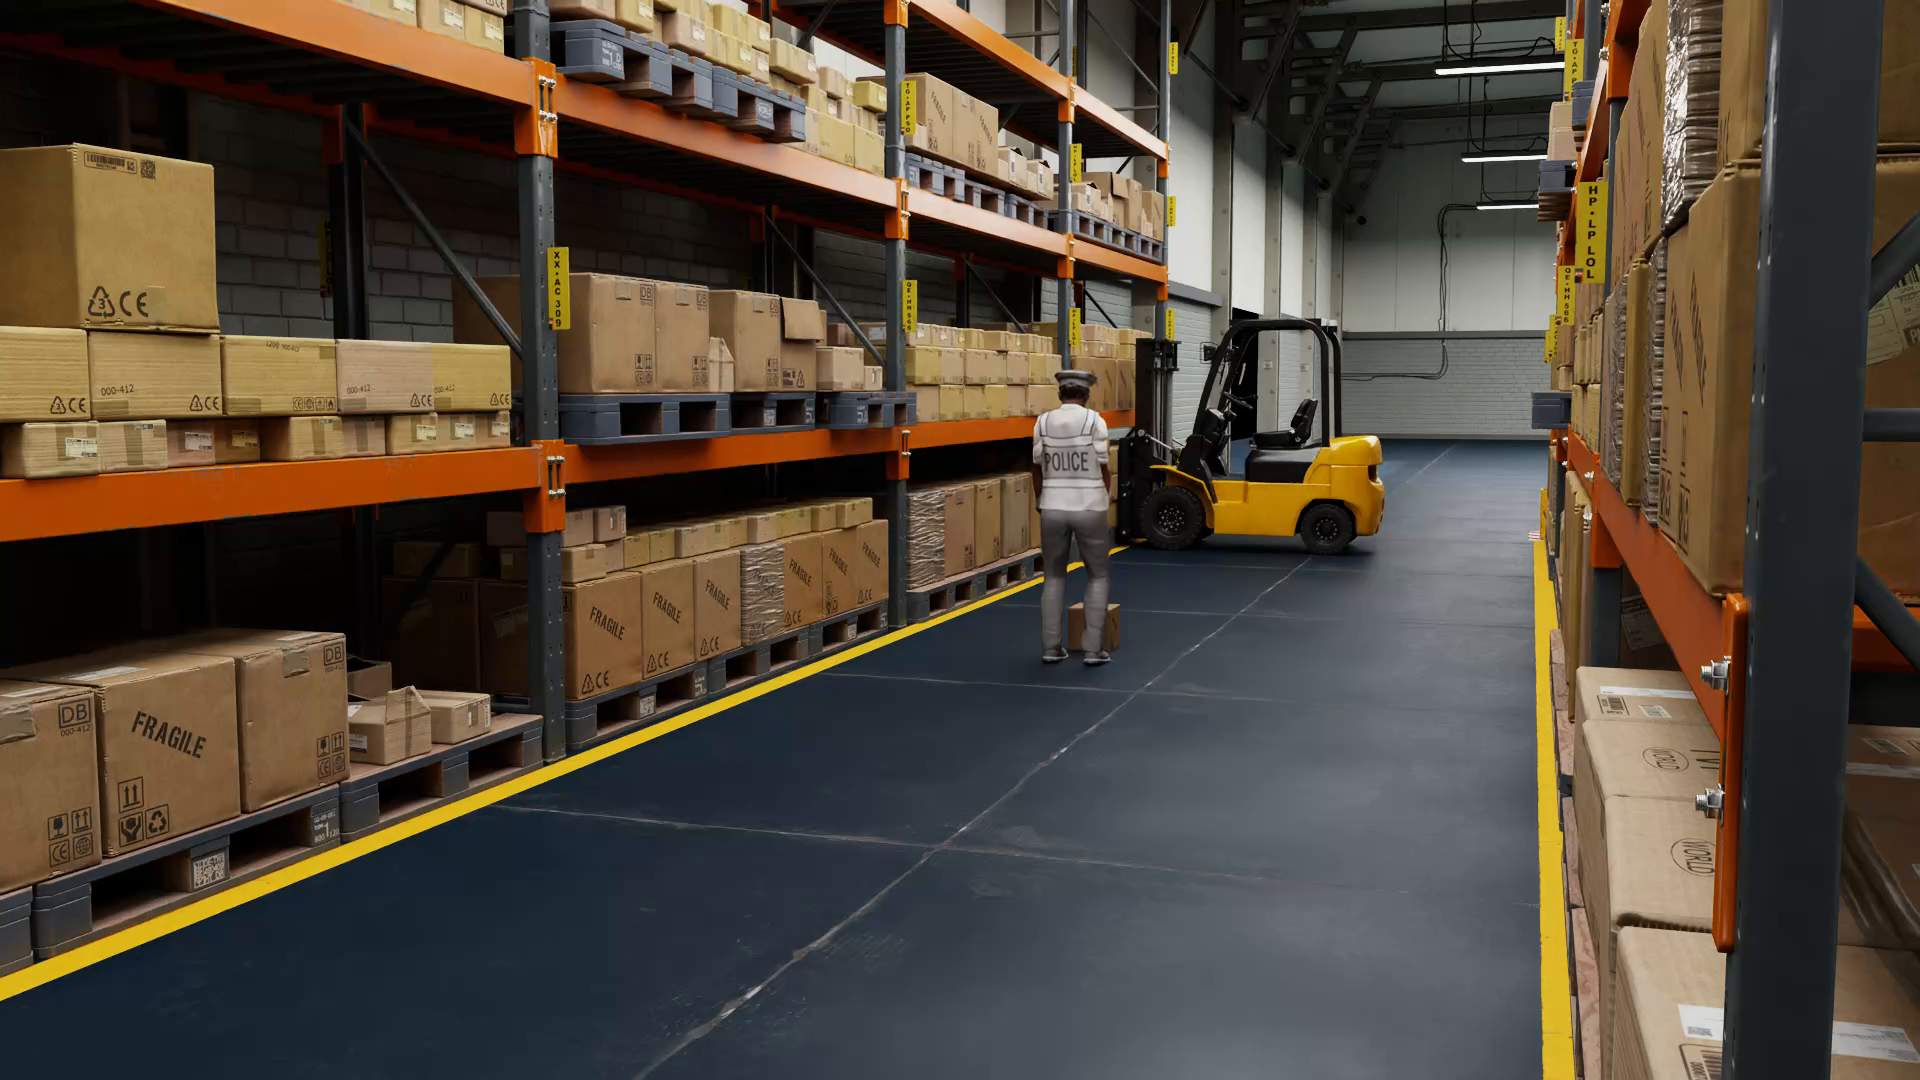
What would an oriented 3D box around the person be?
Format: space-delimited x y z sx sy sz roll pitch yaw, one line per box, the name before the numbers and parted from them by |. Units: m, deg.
person | 0.621 -0.124 9.296 0.451 1.637 0.410 2 6 20
